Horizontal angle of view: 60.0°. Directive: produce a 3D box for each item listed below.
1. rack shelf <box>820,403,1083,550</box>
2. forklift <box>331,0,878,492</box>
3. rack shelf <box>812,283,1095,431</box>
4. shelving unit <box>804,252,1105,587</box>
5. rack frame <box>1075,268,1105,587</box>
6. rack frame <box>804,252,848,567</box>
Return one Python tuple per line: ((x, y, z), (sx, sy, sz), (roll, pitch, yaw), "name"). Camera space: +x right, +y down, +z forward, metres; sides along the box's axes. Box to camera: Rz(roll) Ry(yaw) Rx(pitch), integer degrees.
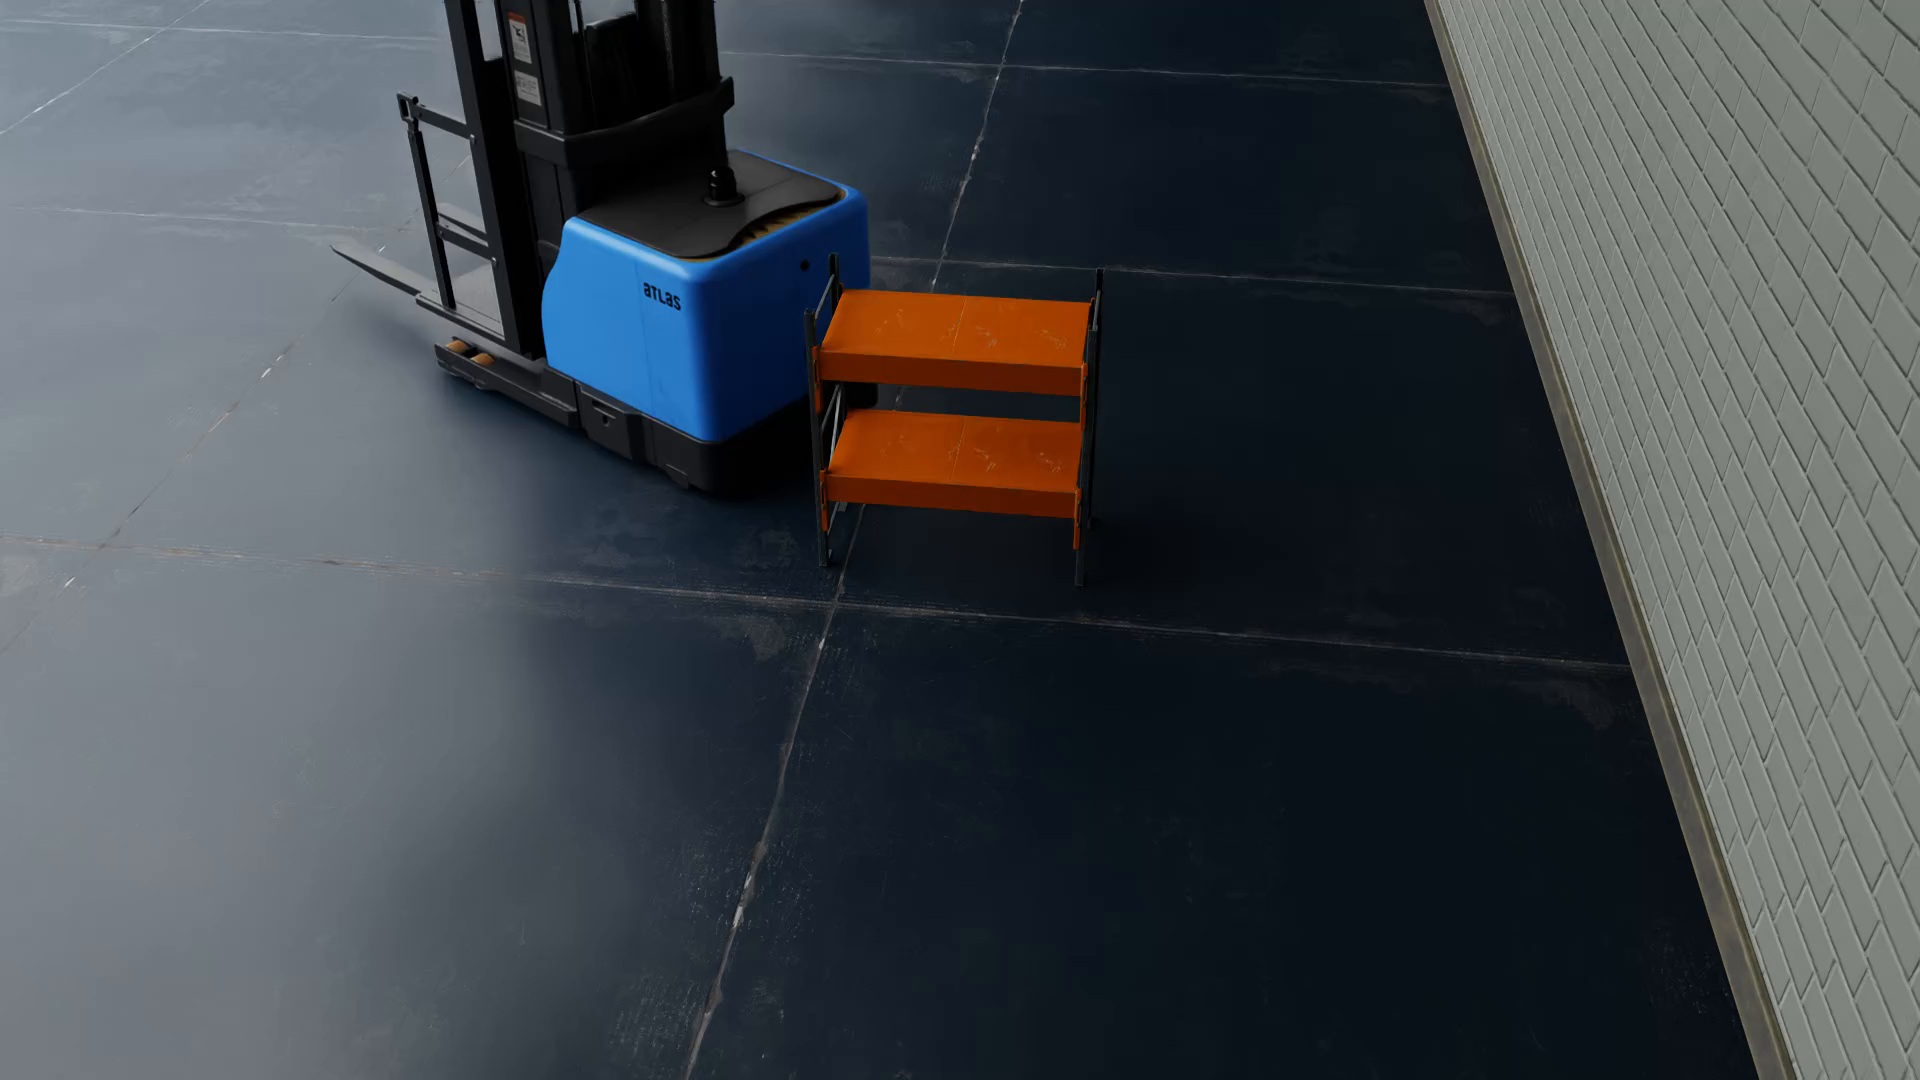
((-0.007, -0.259, 6.566), (1.000, 0.278, 0.538), (4, 36, 6), "rack shelf")
((-1.828, -2.101, 7.171), (3.031, 2.935, 1.130), (26, 43, 31), "forklift")
((-0.007, -0.697, 6.254), (1.000, 0.278, 0.538), (4, 36, 6), "rack shelf")
((-0.007, -0.458, 6.424), (1.048, 1.125, 0.538), (4, 36, 6), "shelving unit")
((0.498, -0.421, 6.371), (0.032, 1.125, 0.500), (4, 36, 6), "rack frame")
((-0.511, -0.496, 6.477), (0.032, 1.125, 0.500), (4, 36, 6), "rack frame")
